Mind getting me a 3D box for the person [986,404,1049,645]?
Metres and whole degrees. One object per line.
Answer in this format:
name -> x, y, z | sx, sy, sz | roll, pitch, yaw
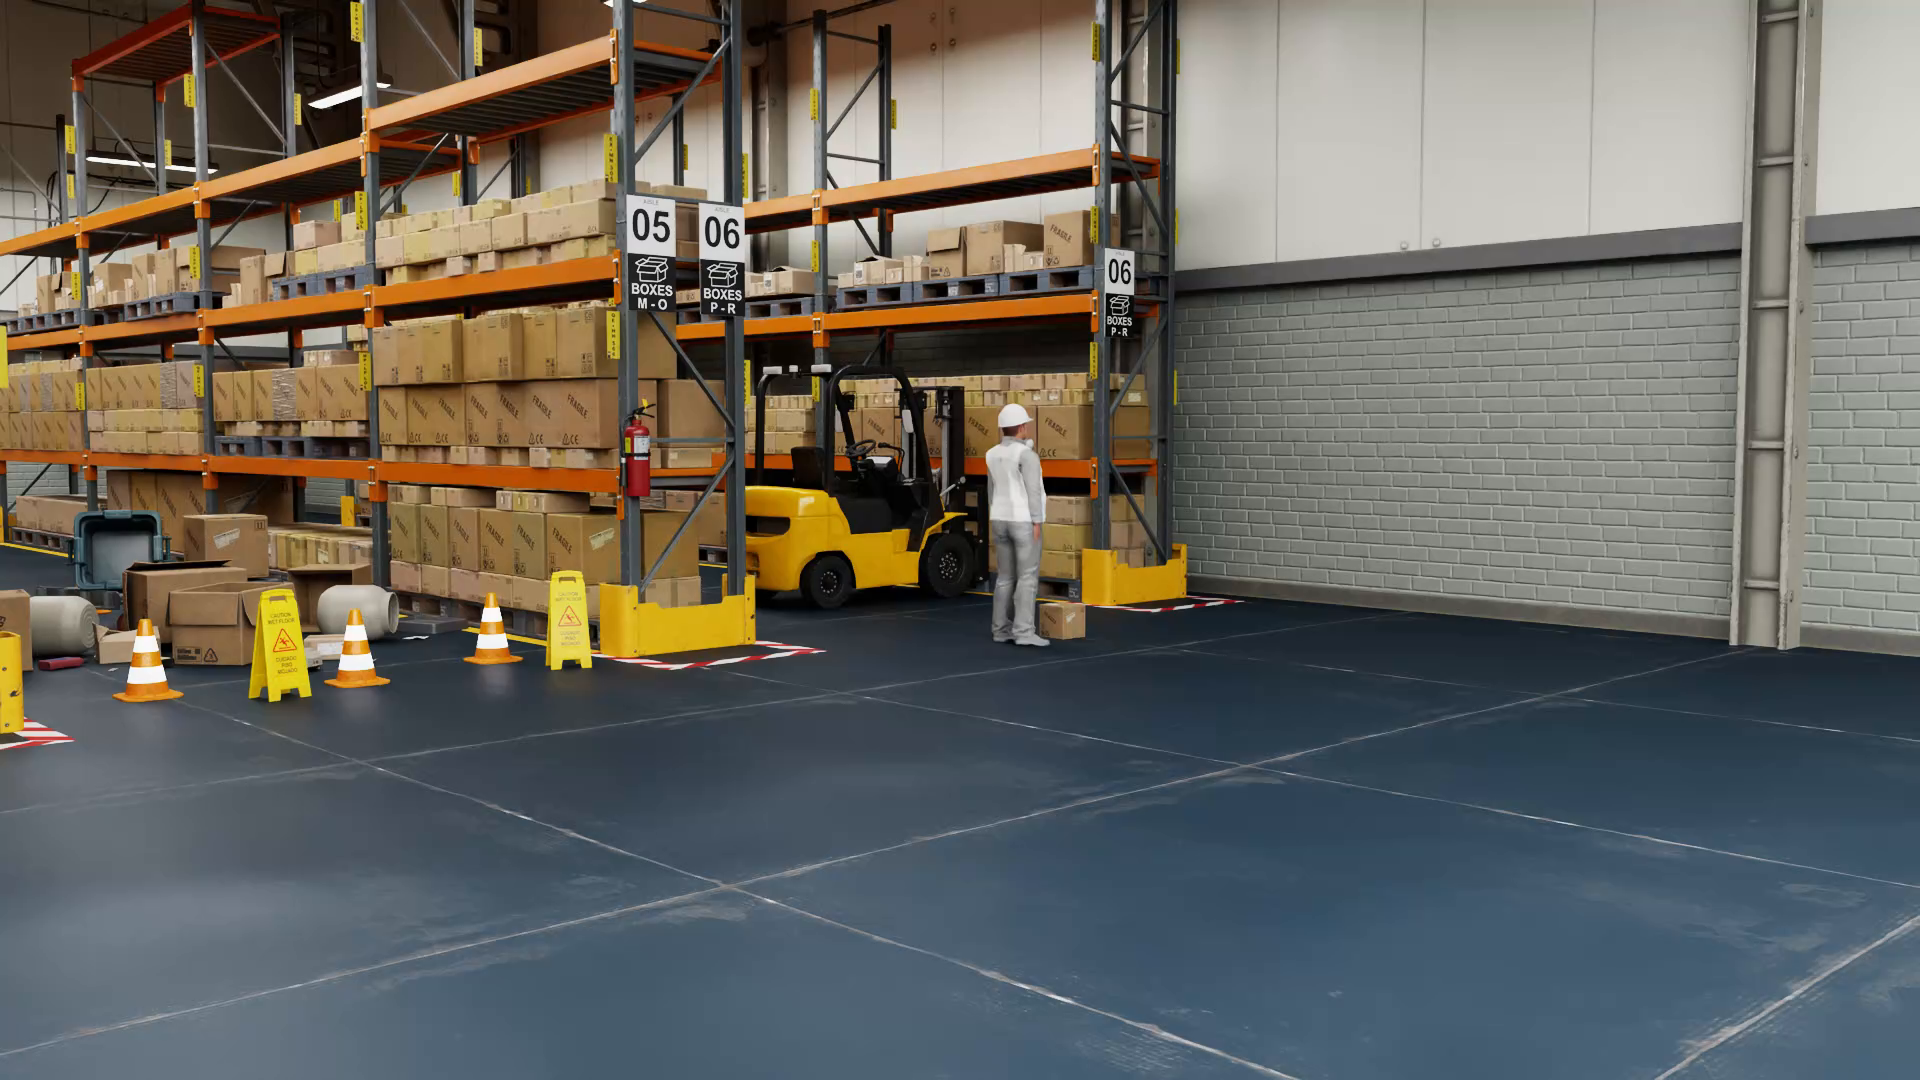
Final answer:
person -> 0.422, -0.111, 12.363 | 0.356, 1.793, 0.544 | -4, 5, -42
